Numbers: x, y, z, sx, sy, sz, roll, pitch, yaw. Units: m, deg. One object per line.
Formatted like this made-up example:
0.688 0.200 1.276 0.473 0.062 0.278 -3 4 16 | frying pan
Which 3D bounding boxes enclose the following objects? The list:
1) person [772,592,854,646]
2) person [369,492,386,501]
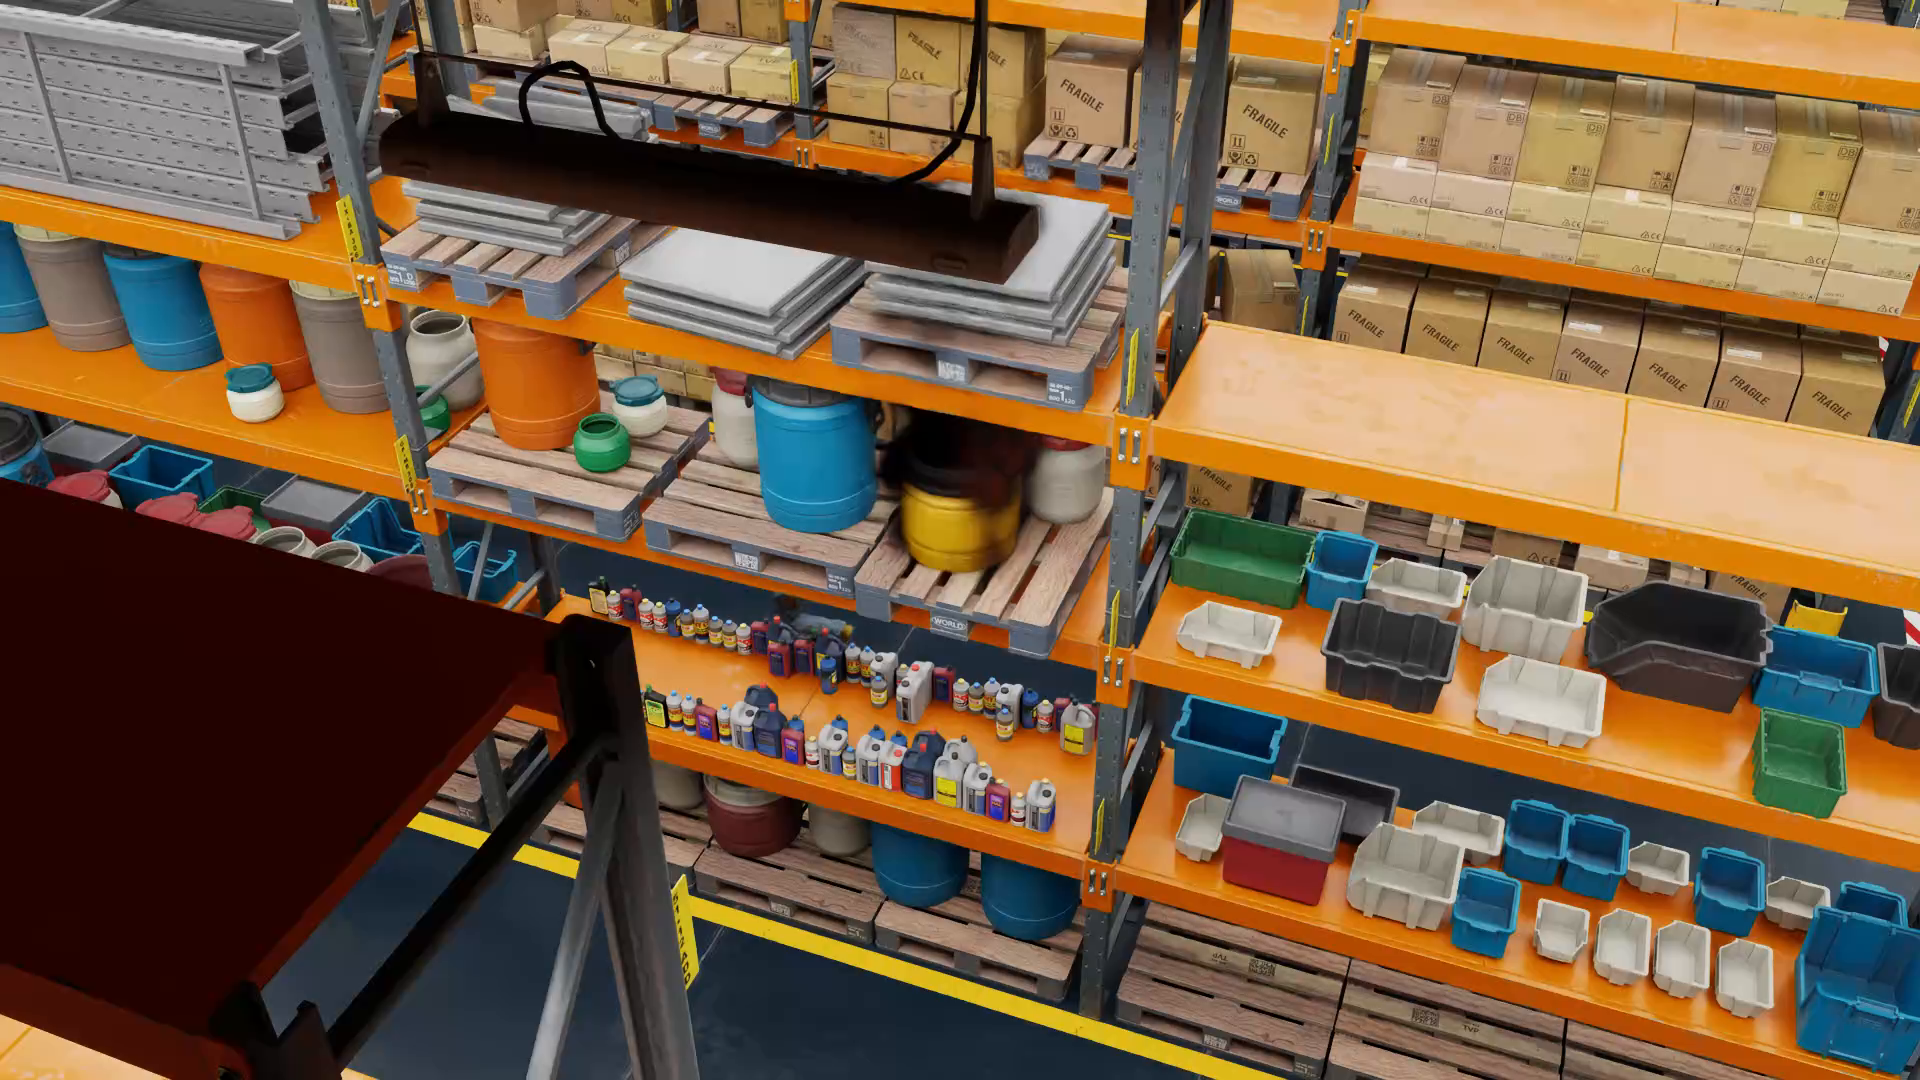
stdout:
-1.084 0.265 11.629 0.705 1.720 0.737 9 37 12 | person
-4.532 -0.776 13.057 0.826 1.694 0.618 6 37 8 | person
